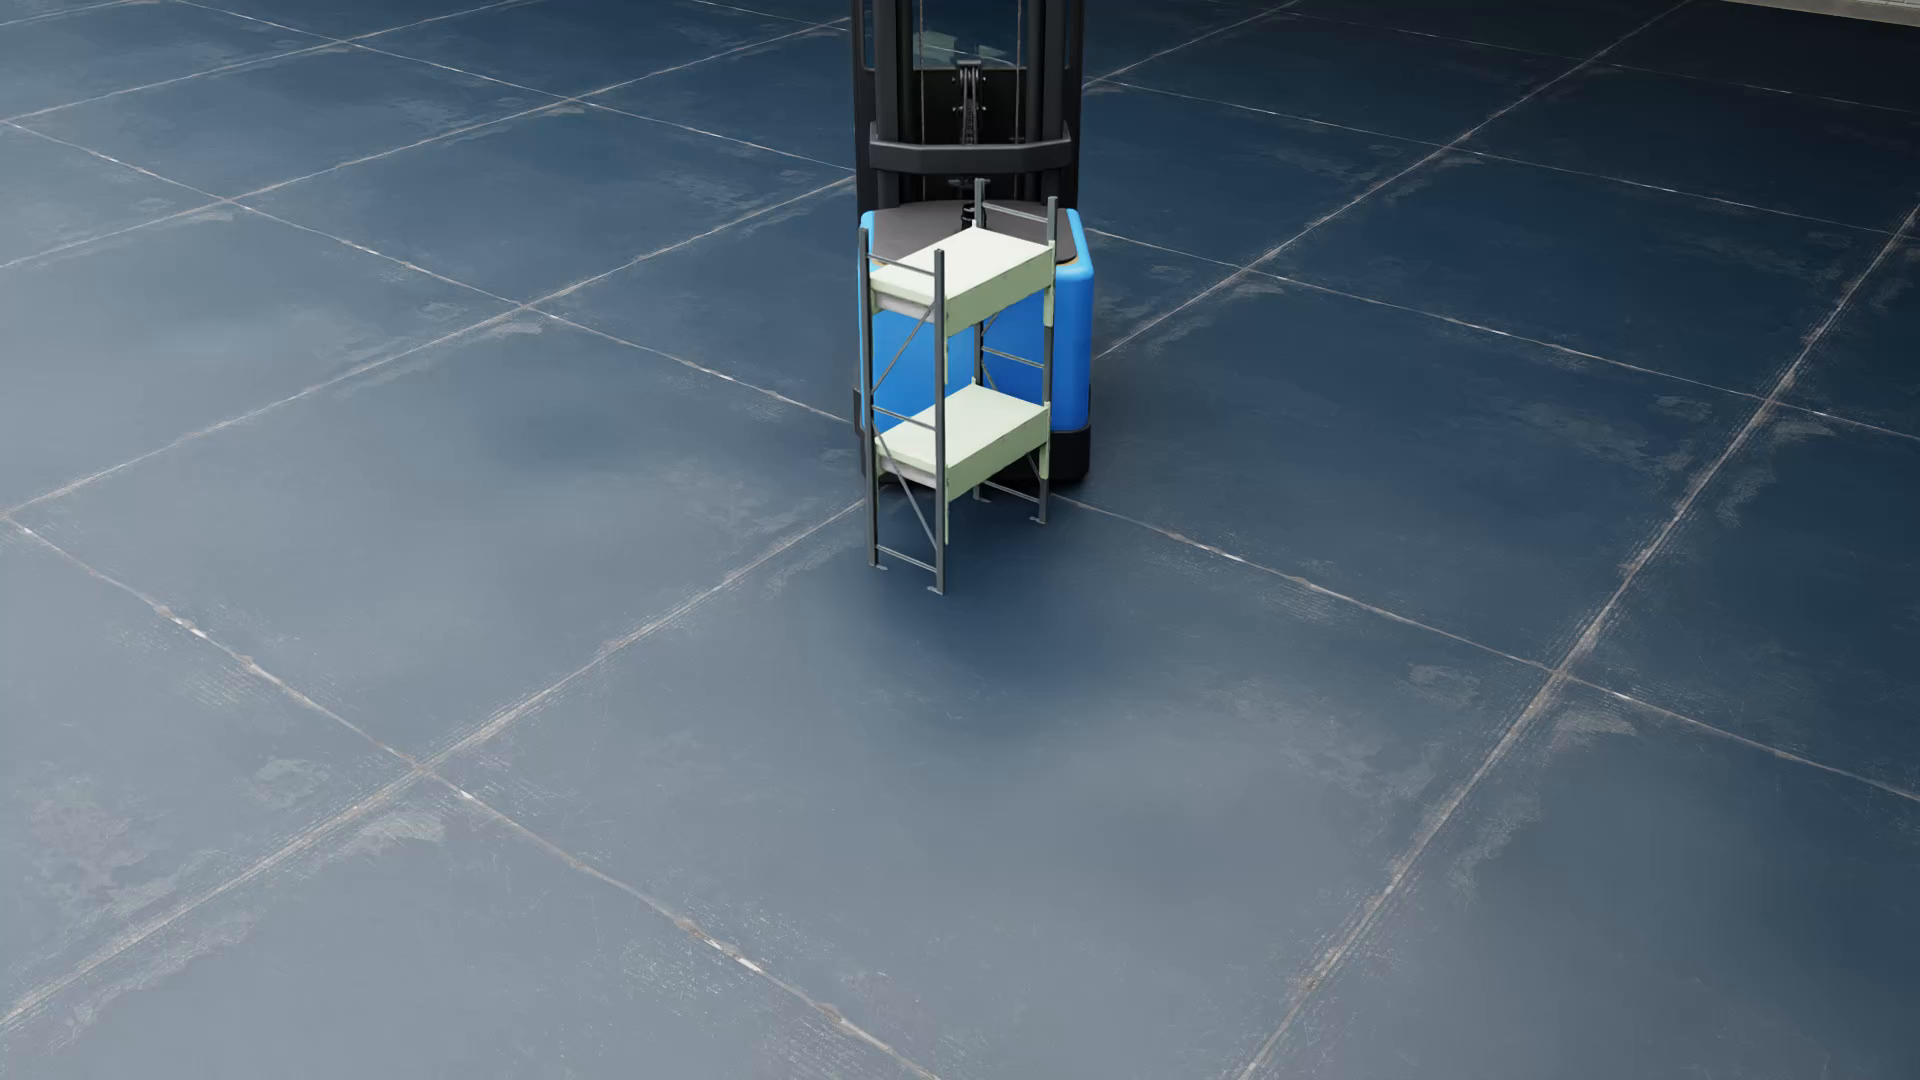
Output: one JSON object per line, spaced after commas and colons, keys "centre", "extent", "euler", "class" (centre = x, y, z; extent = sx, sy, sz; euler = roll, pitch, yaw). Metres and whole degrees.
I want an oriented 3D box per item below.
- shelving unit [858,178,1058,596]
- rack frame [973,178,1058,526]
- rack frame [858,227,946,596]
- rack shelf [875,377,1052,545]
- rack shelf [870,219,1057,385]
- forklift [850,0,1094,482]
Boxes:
{"centre": [0.002, -0.626, 6.836], "extent": [0.431, 1.500, 0.755], "euler": [21, 37, 32], "class": "shelving unit"}
{"centre": [0.226, -0.774, 7.085], "extent": [0.400, 1.500, 0.023], "euler": [21, 37, 32], "class": "rack frame"}
{"centre": [-0.221, -0.479, 6.587], "extent": [0.400, 1.500, 0.023], "euler": [21, 37, 32], "class": "rack frame"}
{"centre": [0.002, -0.346, 7.002], "extent": [0.431, 0.370, 0.720], "euler": [21, 37, 32], "class": "rack shelf"}
{"centre": [0.002, -0.962, 6.637], "extent": [0.431, 0.370, 0.720], "euler": [21, 37, 32], "class": "rack shelf"}
{"centre": [0.026, -2.241, 8.157], "extent": [1.130, 2.935, 3.031], "euler": [-1, 31, -2], "class": "forklift"}
